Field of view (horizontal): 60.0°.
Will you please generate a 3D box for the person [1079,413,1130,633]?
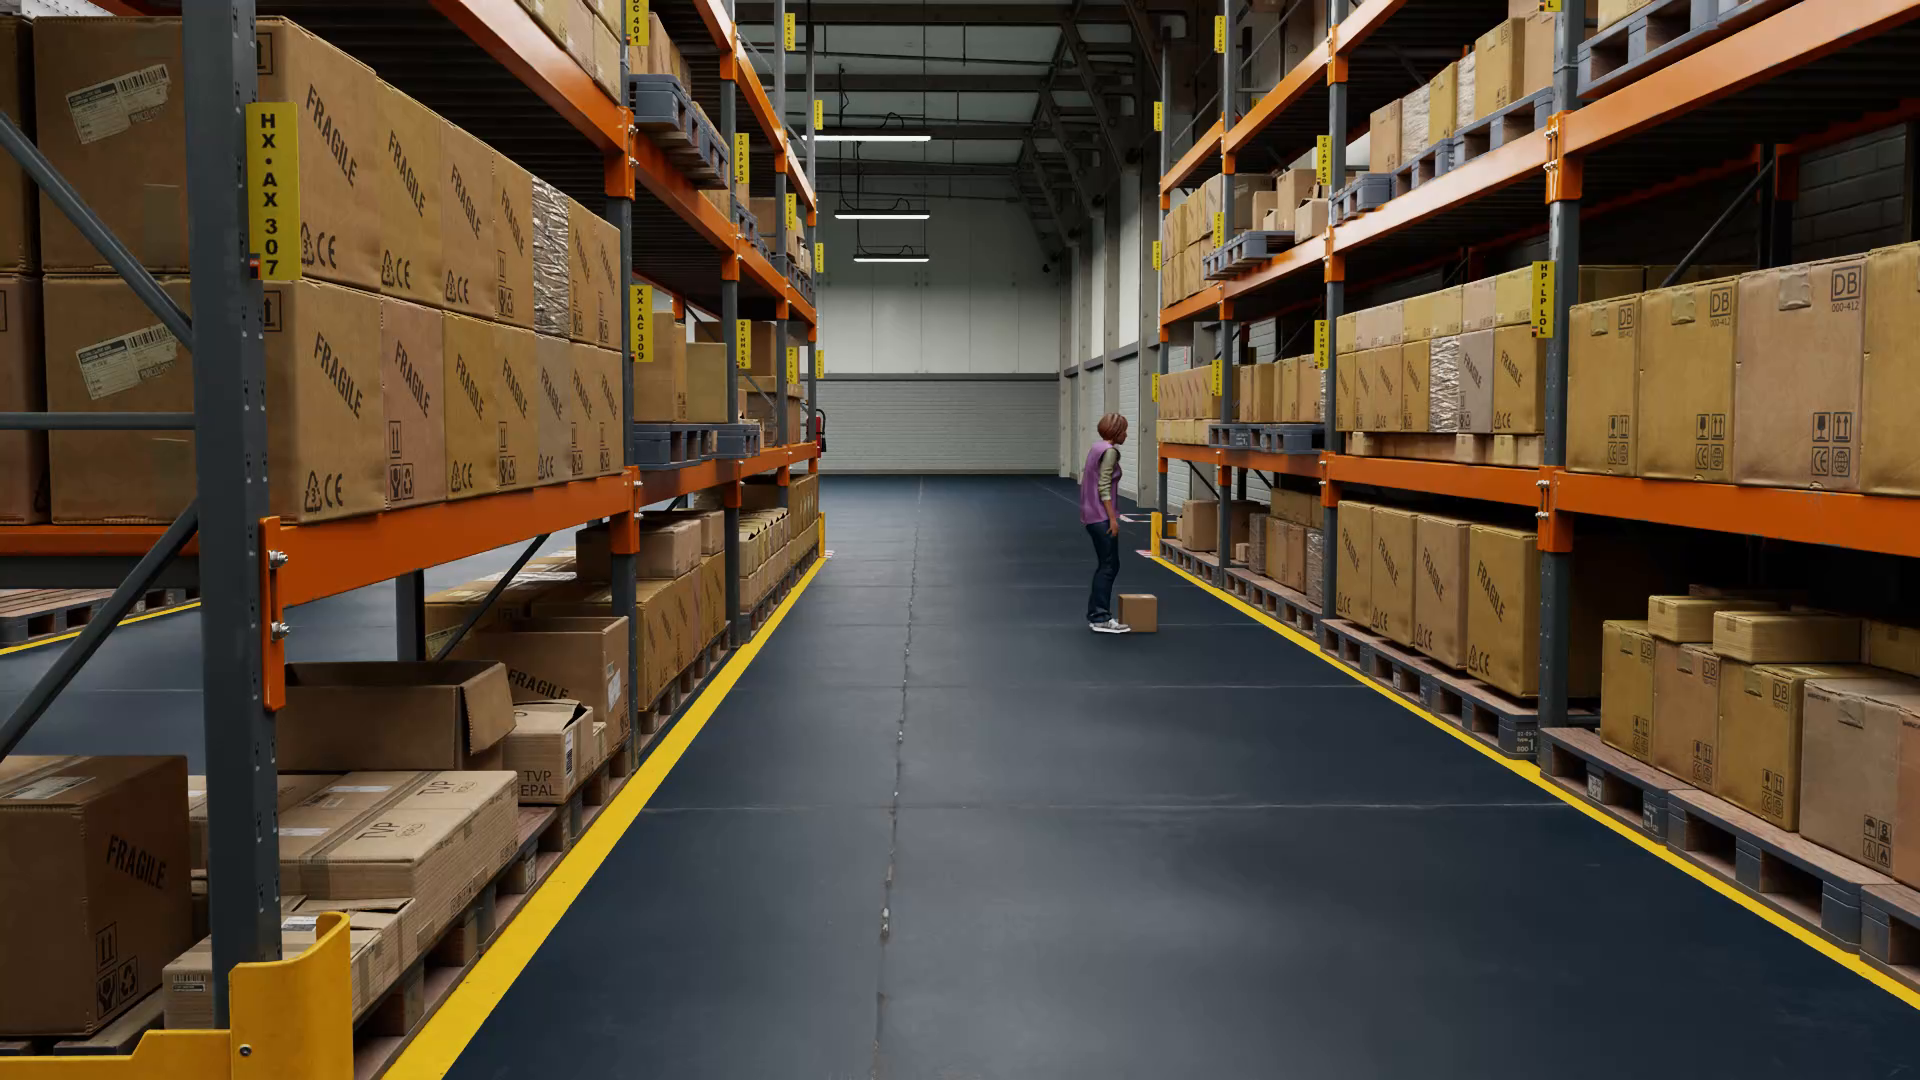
[{"bbox_3d":[1.057,-0.132,12.152,0.345,1.592,0.478,0,4,-5],"label":"person"}]
